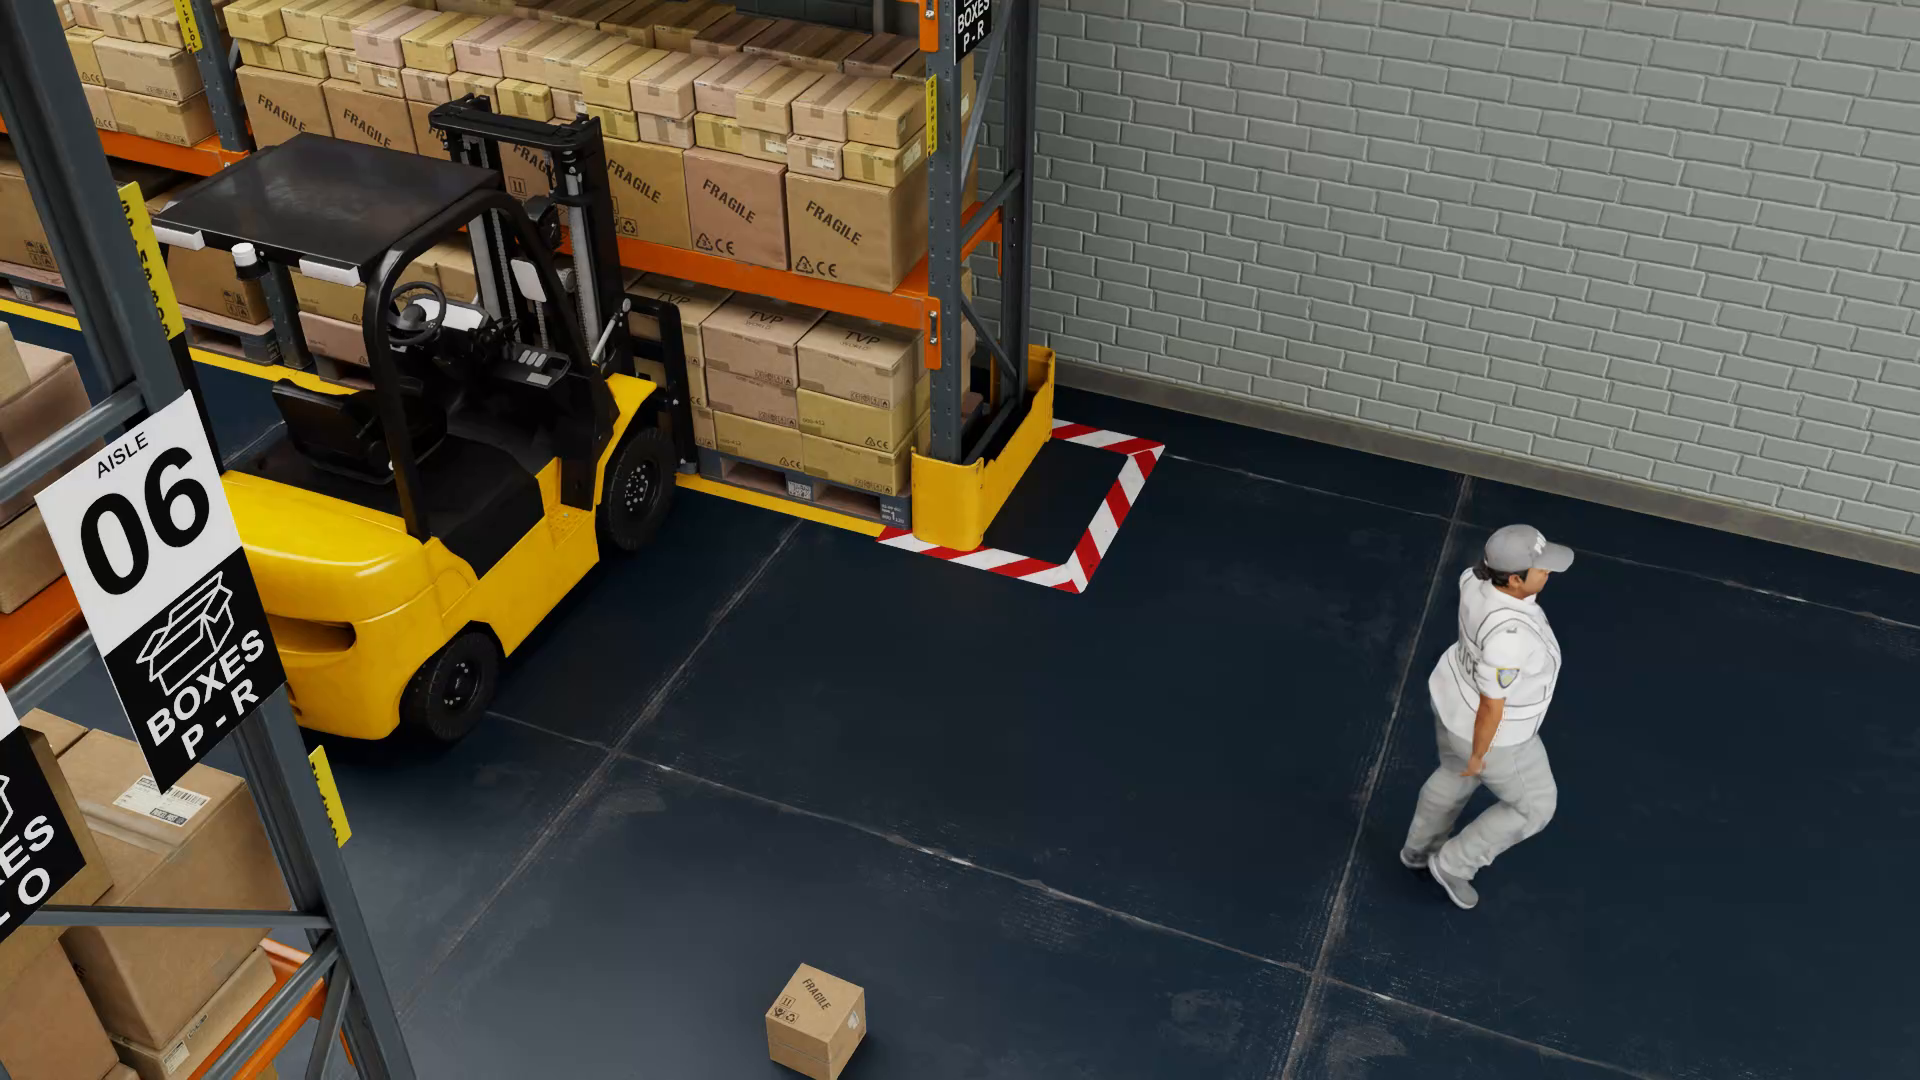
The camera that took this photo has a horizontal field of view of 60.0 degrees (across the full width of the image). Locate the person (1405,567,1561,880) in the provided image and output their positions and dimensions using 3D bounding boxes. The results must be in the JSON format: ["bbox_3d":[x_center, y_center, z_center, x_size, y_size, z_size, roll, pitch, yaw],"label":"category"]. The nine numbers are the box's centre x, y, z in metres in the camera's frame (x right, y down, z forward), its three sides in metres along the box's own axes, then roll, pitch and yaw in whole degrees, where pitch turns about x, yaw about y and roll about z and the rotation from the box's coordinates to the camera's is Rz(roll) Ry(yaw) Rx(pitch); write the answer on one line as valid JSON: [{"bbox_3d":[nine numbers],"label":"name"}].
[{"bbox_3d":[1.924,0.695,6.014,0.460,1.347,0.443,-2,38,-2],"label":"person"}]
